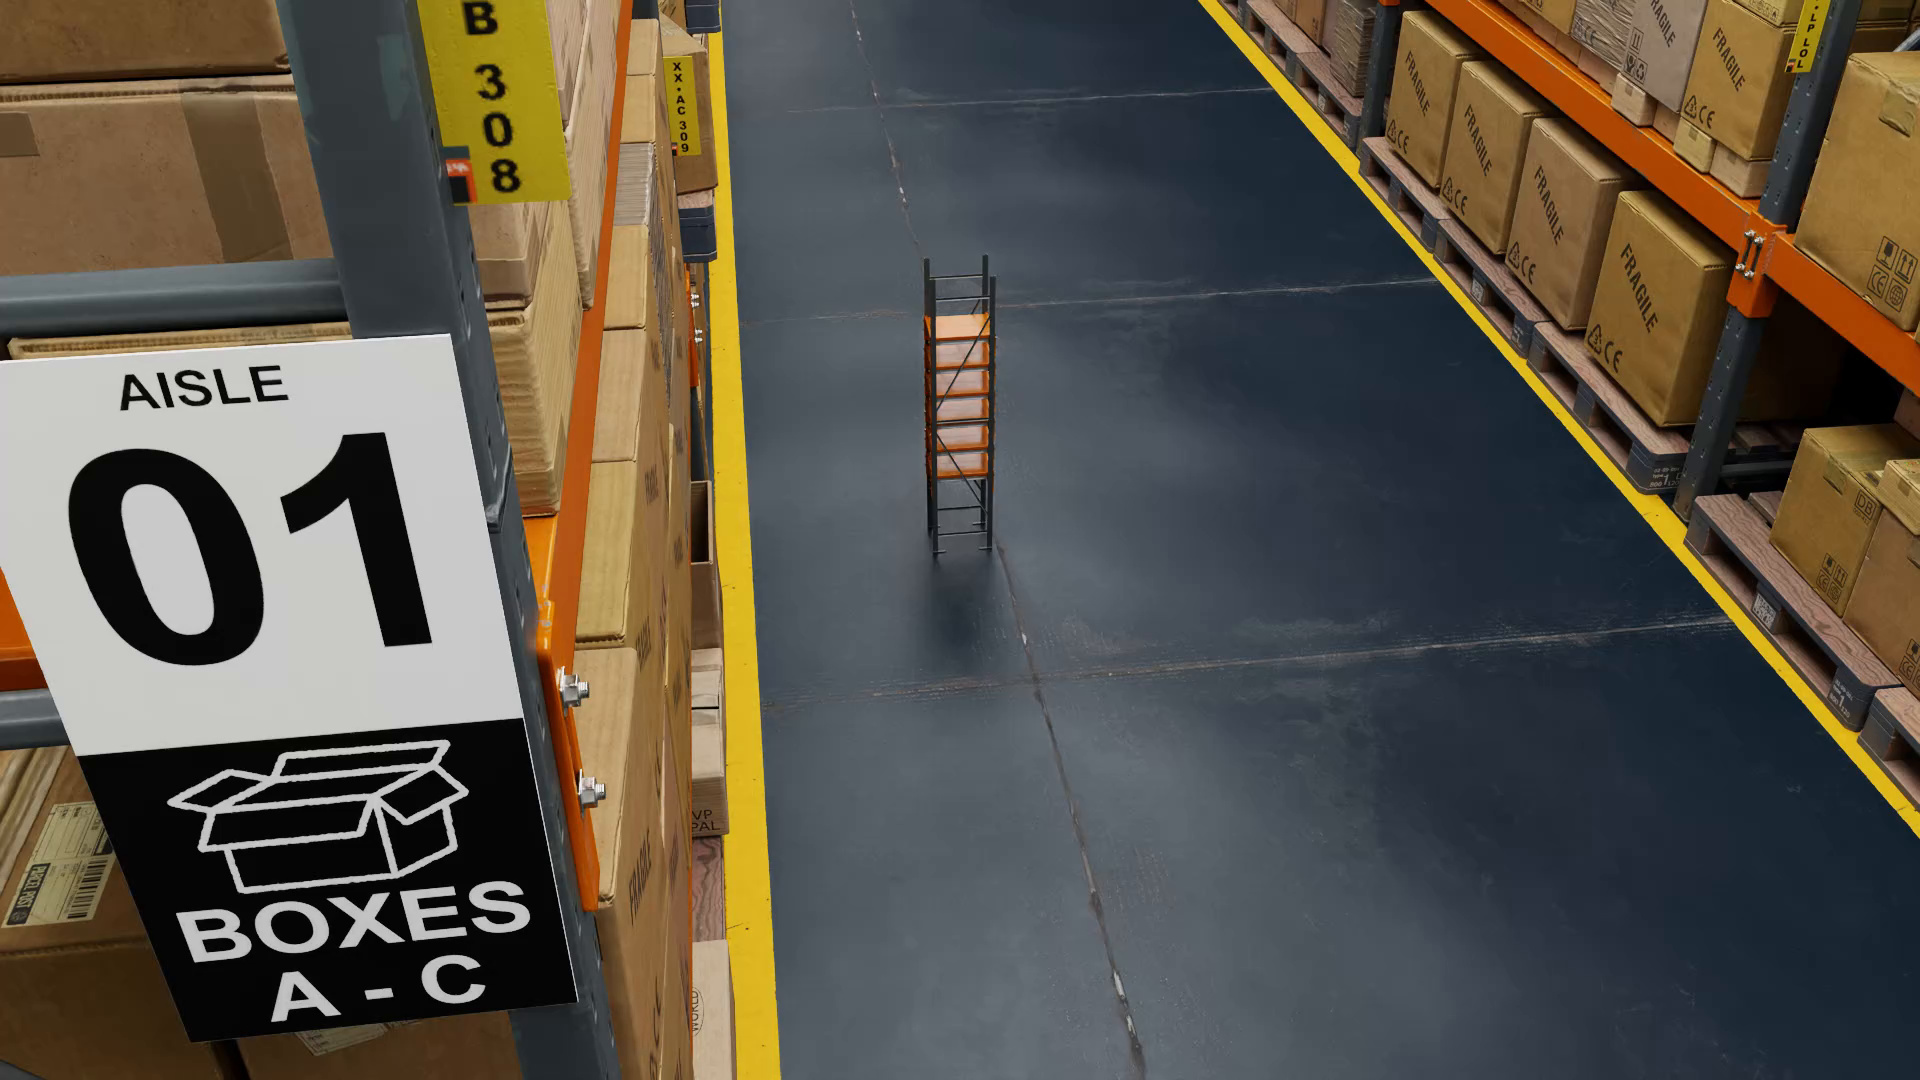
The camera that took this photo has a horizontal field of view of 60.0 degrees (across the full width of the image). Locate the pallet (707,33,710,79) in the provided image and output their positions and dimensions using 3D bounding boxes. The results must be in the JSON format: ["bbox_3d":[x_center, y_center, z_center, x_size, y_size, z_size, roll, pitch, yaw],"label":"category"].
[{"bbox_3d":[-2.208,-3.217,11.284,1.003,0.211,1.213,-4,35,-6],"label":"pallet"}]

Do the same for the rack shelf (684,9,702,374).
[{"bbox_3d":[-1.706,-1.815,7.388,1.077,0.370,4.000,-4,35,-6],"label":"rack shelf"}]

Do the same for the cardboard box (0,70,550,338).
[{"bbox_3d":[-0.711,-0.454,1.779,0.500,0.250,0.500,-4,35,-6],"label":"cardboard box"}]

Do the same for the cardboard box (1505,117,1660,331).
[{"bbox_3d":[3.132,-1.507,7.834,0.750,0.750,0.750,-3,34,-5],"label":"cardboard box"}]

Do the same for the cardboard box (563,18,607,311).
[{"bbox_3d":[-0.771,-0.527,2.330,0.500,0.250,0.500,-4,35,-6],"label":"cardboard box"}]

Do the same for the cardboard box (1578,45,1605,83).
[{"bbox_3d":[3.017,-2.157,7.457,0.380,0.149,0.250,-5,35,-8],"label":"cardboard box"}]

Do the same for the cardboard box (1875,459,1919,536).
[{"bbox_3d":[3.335,-0.152,5.580,0.380,0.149,0.250,-3,34,-5],"label":"cardboard box"}]

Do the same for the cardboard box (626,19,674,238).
[{"bbox_3d":[-1.113,-1.188,4.853,0.500,0.500,0.500,-4,34,-6],"label":"cardboard box"}]

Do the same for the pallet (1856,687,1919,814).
[{"bbox_3d":[3.663,0.892,5.254,1.003,0.211,1.213,-4,35,-6],"label":"pallet"}]

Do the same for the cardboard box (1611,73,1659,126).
[{"bbox_3d":[3.003,-1.875,7.043,0.380,0.149,0.250,-4,35,-6],"label":"cardboard box"}]

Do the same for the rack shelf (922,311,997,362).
[{"bbox_3d":[-0.002,-0.765,6.246,0.258,0.103,0.180,-4,35,-6],"label":"rack shelf"}]

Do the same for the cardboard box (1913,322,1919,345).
[{"bbox_3d":[3.620,-0.785,4.972,0.980,0.700,0.700,-5,35,-8],"label":"cardboard box"}]

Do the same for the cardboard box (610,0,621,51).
[{"bbox_3d":[-0.913,-1.085,3.148,0.500,0.250,0.500,-4,35,-6],"label":"cardboard box"}]

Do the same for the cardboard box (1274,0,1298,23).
[{"bbox_3d":[2.658,-4.004,11.791,0.700,0.500,0.500,-4,34,-6],"label":"cardboard box"}]

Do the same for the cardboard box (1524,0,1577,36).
[{"bbox_3d":[2.949,-2.627,7.571,0.500,0.500,0.500,-3,34,-5],"label":"cardboard box"}]

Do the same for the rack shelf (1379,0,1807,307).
[{"bbox_3d":[3.202,-2.192,7.942,1.077,0.370,4.000,-4,35,-6],"label":"rack shelf"}]

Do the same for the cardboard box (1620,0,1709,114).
[{"bbox_3d":[3.081,-2.068,6.750,0.500,0.500,0.500,-4,34,-6],"label":"cardboard box"}]

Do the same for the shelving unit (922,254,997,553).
[{"bbox_3d":[-0.002,-0.504,6.424,0.258,1.200,0.189,-4,35,-6],"label":"shelving unit"}]

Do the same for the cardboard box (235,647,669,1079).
[{"bbox_3d":[-0.698,0.514,2.355,0.500,0.500,0.500,-3,34,-5],"label":"cardboard box"}]

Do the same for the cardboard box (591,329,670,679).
[{"bbox_3d":[-0.838,-0.056,3.193,0.500,0.500,0.500,-4,34,-6],"label":"cardboard box"}]

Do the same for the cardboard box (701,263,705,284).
[{"bbox_3d":[-1.548,-1.584,8.240,0.500,0.500,0.500,-6,35,-8],"label":"cardboard box"}]

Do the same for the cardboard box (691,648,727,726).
[{"bbox_3d":[-0.970,0.502,5.491,0.380,0.149,0.250,-4,35,-6],"label":"cardboard box"}]

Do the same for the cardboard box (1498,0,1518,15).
[{"bbox_3d":[2.924,-2.737,8.308,0.380,0.149,0.250,-4,34,-5],"label":"cardboard box"}]

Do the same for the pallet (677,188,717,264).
[{"bbox_3d":[-1.437,-1.371,6.268,1.003,0.211,1.213,-4,35,-6],"label":"pallet"}]

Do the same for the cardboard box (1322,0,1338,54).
[{"bbox_3d":[2.830,-3.448,10.975,0.700,0.500,0.500,-4,35,-6],"label":"cardboard box"}]

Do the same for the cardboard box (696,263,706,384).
[{"bbox_3d":[-1.404,-1.009,7.396,0.500,0.500,0.500,-4,34,-6],"label":"cardboard box"}]

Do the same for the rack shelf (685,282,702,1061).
[{"bbox_3d":[-1.168,0.418,4.113,1.077,0.370,4.000,-4,35,-6],"label":"rack shelf"}]

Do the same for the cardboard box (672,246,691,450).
[{"bbox_3d":[-1.045,-0.490,4.717,0.500,0.500,0.500,-3,34,-5],"label":"cardboard box"}]

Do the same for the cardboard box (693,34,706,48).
[{"bbox_3d":[-1.755,-2.811,9.783,0.500,0.311,0.500,-3,34,-5],"label":"cardboard box"}]

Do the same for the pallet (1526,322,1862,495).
[{"bbox_3d":[3.292,-0.646,7.510,1.003,0.211,1.213,-4,35,-6],"label":"pallet"}]

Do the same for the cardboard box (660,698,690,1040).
[{"bbox_3d":[-0.772,0.640,3.059,0.500,0.500,0.500,-5,35,-7],"label":"cardboard box"}]

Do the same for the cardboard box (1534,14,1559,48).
[{"bbox_3d":[2.965,-2.453,7.892,0.380,0.149,0.250,-4,34,-6],"label":"cardboard box"}]

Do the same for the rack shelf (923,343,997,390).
[{"bbox_3d":[-0.002,-0.665,6.314,0.258,0.103,0.180,-4,35,-6],"label":"rack shelf"}]

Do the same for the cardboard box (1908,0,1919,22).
[{"bbox_3d":[3.667,-2.132,6.178,0.500,0.250,0.500,-3,34,-5],"label":"cardboard box"}]

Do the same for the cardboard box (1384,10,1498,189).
[{"bbox_3d":[2.902,-2.470,9.247,0.750,0.750,0.750,-5,35,-7],"label":"cardboard box"}]

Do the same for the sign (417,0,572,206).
[{"bbox_3d":[-0.362,-0.406,1.242,0.100,0.325,0.005,-4,35,-6],"label":"sign"}]

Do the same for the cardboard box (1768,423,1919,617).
[{"bbox_3d":[3.470,-0.089,6.063,0.700,0.500,0.500,-4,34,-6],"label":"cardboard box"}]

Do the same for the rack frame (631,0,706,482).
[{"bbox_3d":[-1.437,-0.996,5.548,1.000,3.000,0.127,-4,35,-6],"label":"rack frame"}]

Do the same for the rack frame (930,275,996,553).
[{"bbox_3d":[0.010,-0.453,6.349,0.240,1.200,0.006,-4,35,-6],"label":"rack frame"}]

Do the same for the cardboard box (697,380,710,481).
[{"bbox_3d":[-1.261,-0.433,6.551,0.500,0.500,0.500,-6,35,-9],"label":"cardboard box"}]

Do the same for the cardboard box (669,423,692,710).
[{"bbox_3d":[-0.903,0.081,3.879,0.500,0.500,0.500,-4,34,-6],"label":"cardboard box"}]

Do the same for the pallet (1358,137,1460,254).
[{"bbox_3d":[2.964,-2.007,9.508,1.003,0.211,1.213,-4,35,-6],"label":"pallet"}]

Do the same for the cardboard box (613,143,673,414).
[{"bbox_3d":[-0.974,-0.621,4.021,0.500,0.500,0.500,-4,34,-6],"label":"cardboard box"}]

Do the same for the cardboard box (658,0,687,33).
[{"bbox_3d":[-1.435,-1.871,6.370,0.700,0.500,0.500,1,34,1],"label":"cardboard box"}]

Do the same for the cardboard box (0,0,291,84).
[{"bbox_3d":[-0.985,-0.743,1.537,0.700,0.500,0.500,-4,35,-6],"label":"cardboard box"}]

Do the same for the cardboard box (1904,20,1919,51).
[{"bbox_3d":[3.659,-1.821,6.388,0.500,0.500,0.500,-6,35,-8],"label":"cardboard box"}]

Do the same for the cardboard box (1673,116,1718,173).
[{"bbox_3d":[3.087,-1.584,6.616,0.380,0.149,0.250,-4,34,-5],"label":"cardboard box"}]

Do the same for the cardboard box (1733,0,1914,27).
[{"bbox_3d":[3.154,-2.097,6.127,0.500,0.250,0.500,-4,34,-5],"label":"cardboard box"}]

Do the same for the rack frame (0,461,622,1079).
[{"bbox_3d":[-0.899,1.236,2.272,1.000,3.000,0.127,-4,35,-6],"label":"rack frame"}]

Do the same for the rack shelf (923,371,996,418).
[{"bbox_3d":[-0.002,-0.566,6.381,0.258,0.103,0.180,-4,35,-6],"label":"rack shelf"}]

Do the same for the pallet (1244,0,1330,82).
[{"bbox_3d":[2.668,-3.568,11.799,1.003,0.211,1.213,-4,35,-6],"label":"pallet"}]

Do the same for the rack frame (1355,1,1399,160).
[{"bbox_3d":[2.933,-3.605,9.377,1.000,3.000,0.127,-4,35,-6],"label":"rack frame"}]

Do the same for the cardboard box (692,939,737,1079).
[{"bbox_3d":[-0.826,1.308,4.218,0.500,0.250,0.500,-4,35,-6],"label":"cardboard box"}]

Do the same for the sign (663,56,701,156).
[{"bbox_3d":[-0.901,-1.399,5.370,0.100,0.325,0.005,-4,35,-6],"label":"sign"}]
